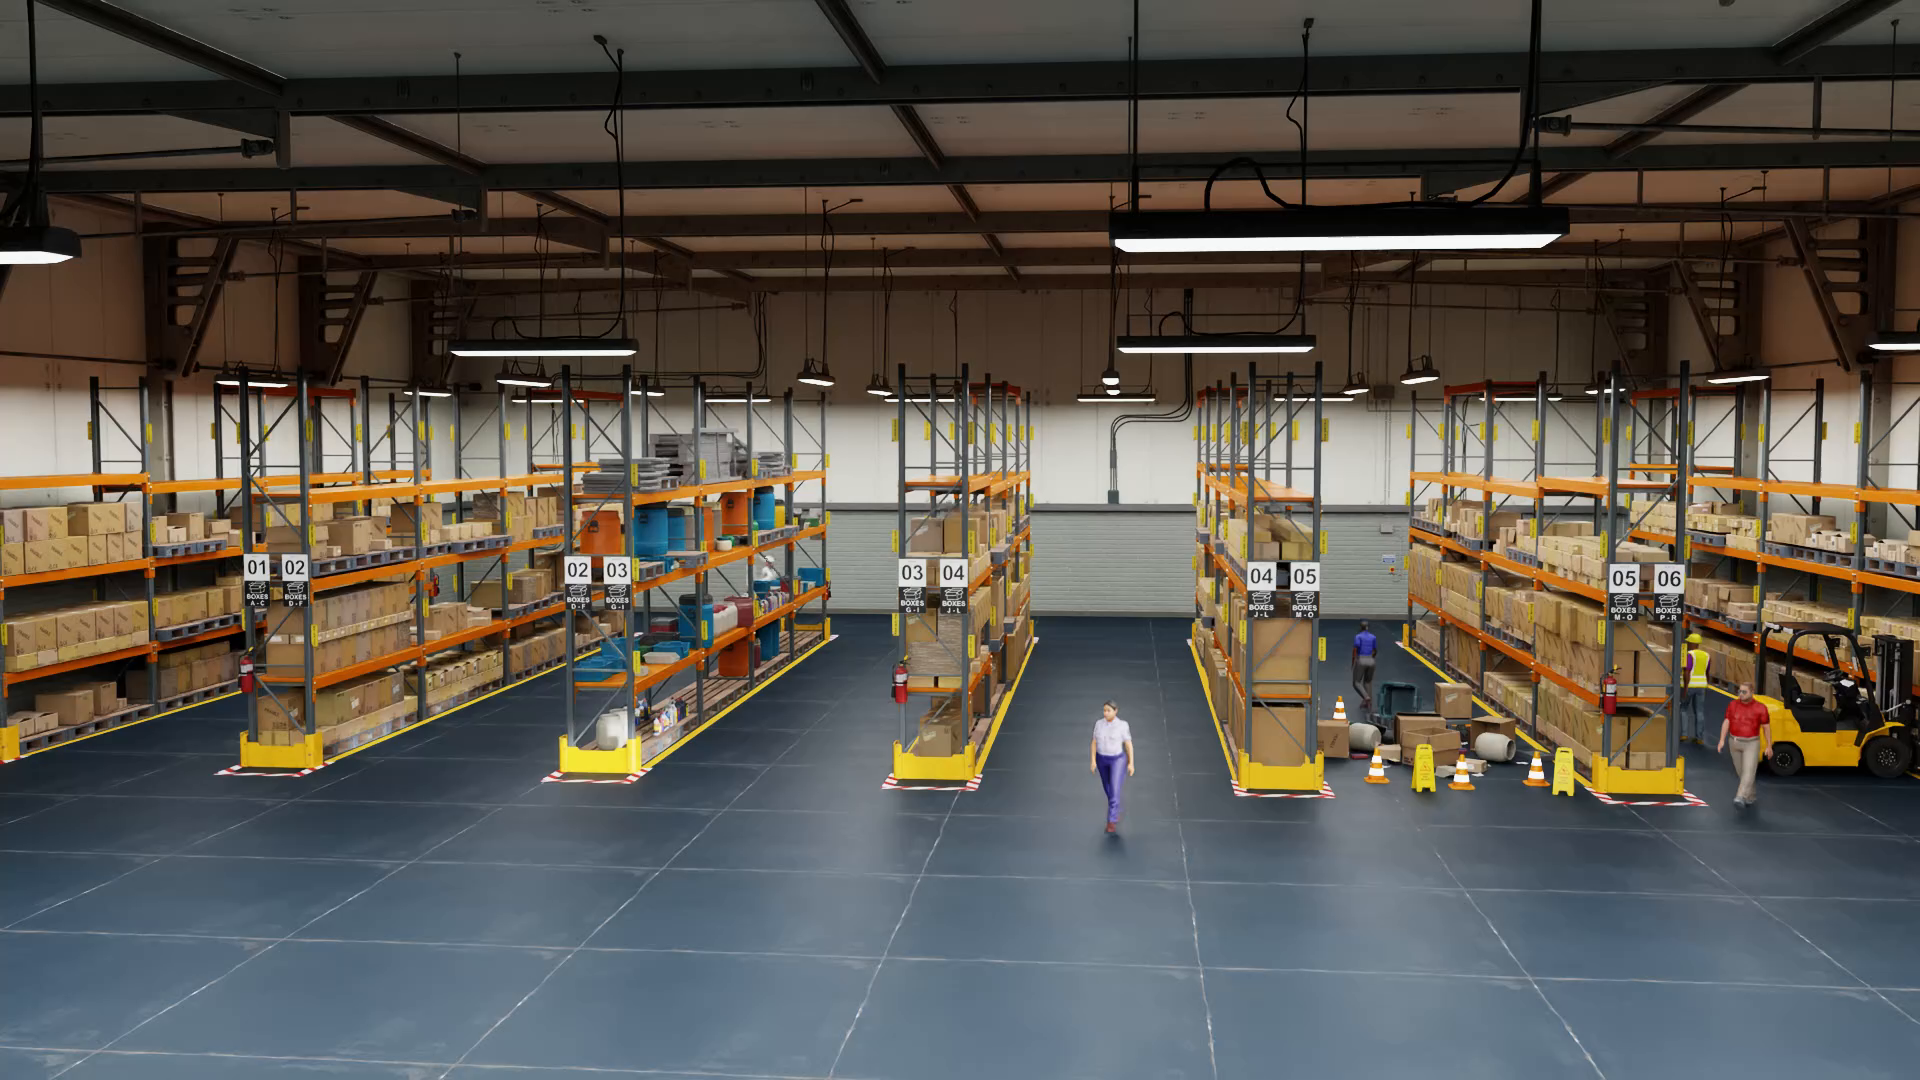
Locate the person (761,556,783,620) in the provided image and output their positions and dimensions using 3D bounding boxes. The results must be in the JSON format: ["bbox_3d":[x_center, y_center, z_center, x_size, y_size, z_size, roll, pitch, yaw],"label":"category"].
[{"bbox_3d":[-5.130,1.292,44.545,1.106,1.718,0.518,2,4,23],"label":"person"}]

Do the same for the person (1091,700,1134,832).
[{"bbox_3d":[1.889,2.829,20.985,0.557,1.604,0.928,2,4,34],"label":"person"}]

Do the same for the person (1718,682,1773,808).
[{"bbox_3d":[10.382,2.727,22.114,1.044,1.666,0.586,-3,5,-36],"label":"person"}]

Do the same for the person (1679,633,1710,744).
[{"bbox_3d":[11.885,2.423,26.856,0.535,1.809,0.602,0,4,1],"label":"person"}]

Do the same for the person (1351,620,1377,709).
[{"bbox_3d":[7.367,2.272,30.214,0.511,1.600,0.679,-1,4,-9],"label":"person"}]
